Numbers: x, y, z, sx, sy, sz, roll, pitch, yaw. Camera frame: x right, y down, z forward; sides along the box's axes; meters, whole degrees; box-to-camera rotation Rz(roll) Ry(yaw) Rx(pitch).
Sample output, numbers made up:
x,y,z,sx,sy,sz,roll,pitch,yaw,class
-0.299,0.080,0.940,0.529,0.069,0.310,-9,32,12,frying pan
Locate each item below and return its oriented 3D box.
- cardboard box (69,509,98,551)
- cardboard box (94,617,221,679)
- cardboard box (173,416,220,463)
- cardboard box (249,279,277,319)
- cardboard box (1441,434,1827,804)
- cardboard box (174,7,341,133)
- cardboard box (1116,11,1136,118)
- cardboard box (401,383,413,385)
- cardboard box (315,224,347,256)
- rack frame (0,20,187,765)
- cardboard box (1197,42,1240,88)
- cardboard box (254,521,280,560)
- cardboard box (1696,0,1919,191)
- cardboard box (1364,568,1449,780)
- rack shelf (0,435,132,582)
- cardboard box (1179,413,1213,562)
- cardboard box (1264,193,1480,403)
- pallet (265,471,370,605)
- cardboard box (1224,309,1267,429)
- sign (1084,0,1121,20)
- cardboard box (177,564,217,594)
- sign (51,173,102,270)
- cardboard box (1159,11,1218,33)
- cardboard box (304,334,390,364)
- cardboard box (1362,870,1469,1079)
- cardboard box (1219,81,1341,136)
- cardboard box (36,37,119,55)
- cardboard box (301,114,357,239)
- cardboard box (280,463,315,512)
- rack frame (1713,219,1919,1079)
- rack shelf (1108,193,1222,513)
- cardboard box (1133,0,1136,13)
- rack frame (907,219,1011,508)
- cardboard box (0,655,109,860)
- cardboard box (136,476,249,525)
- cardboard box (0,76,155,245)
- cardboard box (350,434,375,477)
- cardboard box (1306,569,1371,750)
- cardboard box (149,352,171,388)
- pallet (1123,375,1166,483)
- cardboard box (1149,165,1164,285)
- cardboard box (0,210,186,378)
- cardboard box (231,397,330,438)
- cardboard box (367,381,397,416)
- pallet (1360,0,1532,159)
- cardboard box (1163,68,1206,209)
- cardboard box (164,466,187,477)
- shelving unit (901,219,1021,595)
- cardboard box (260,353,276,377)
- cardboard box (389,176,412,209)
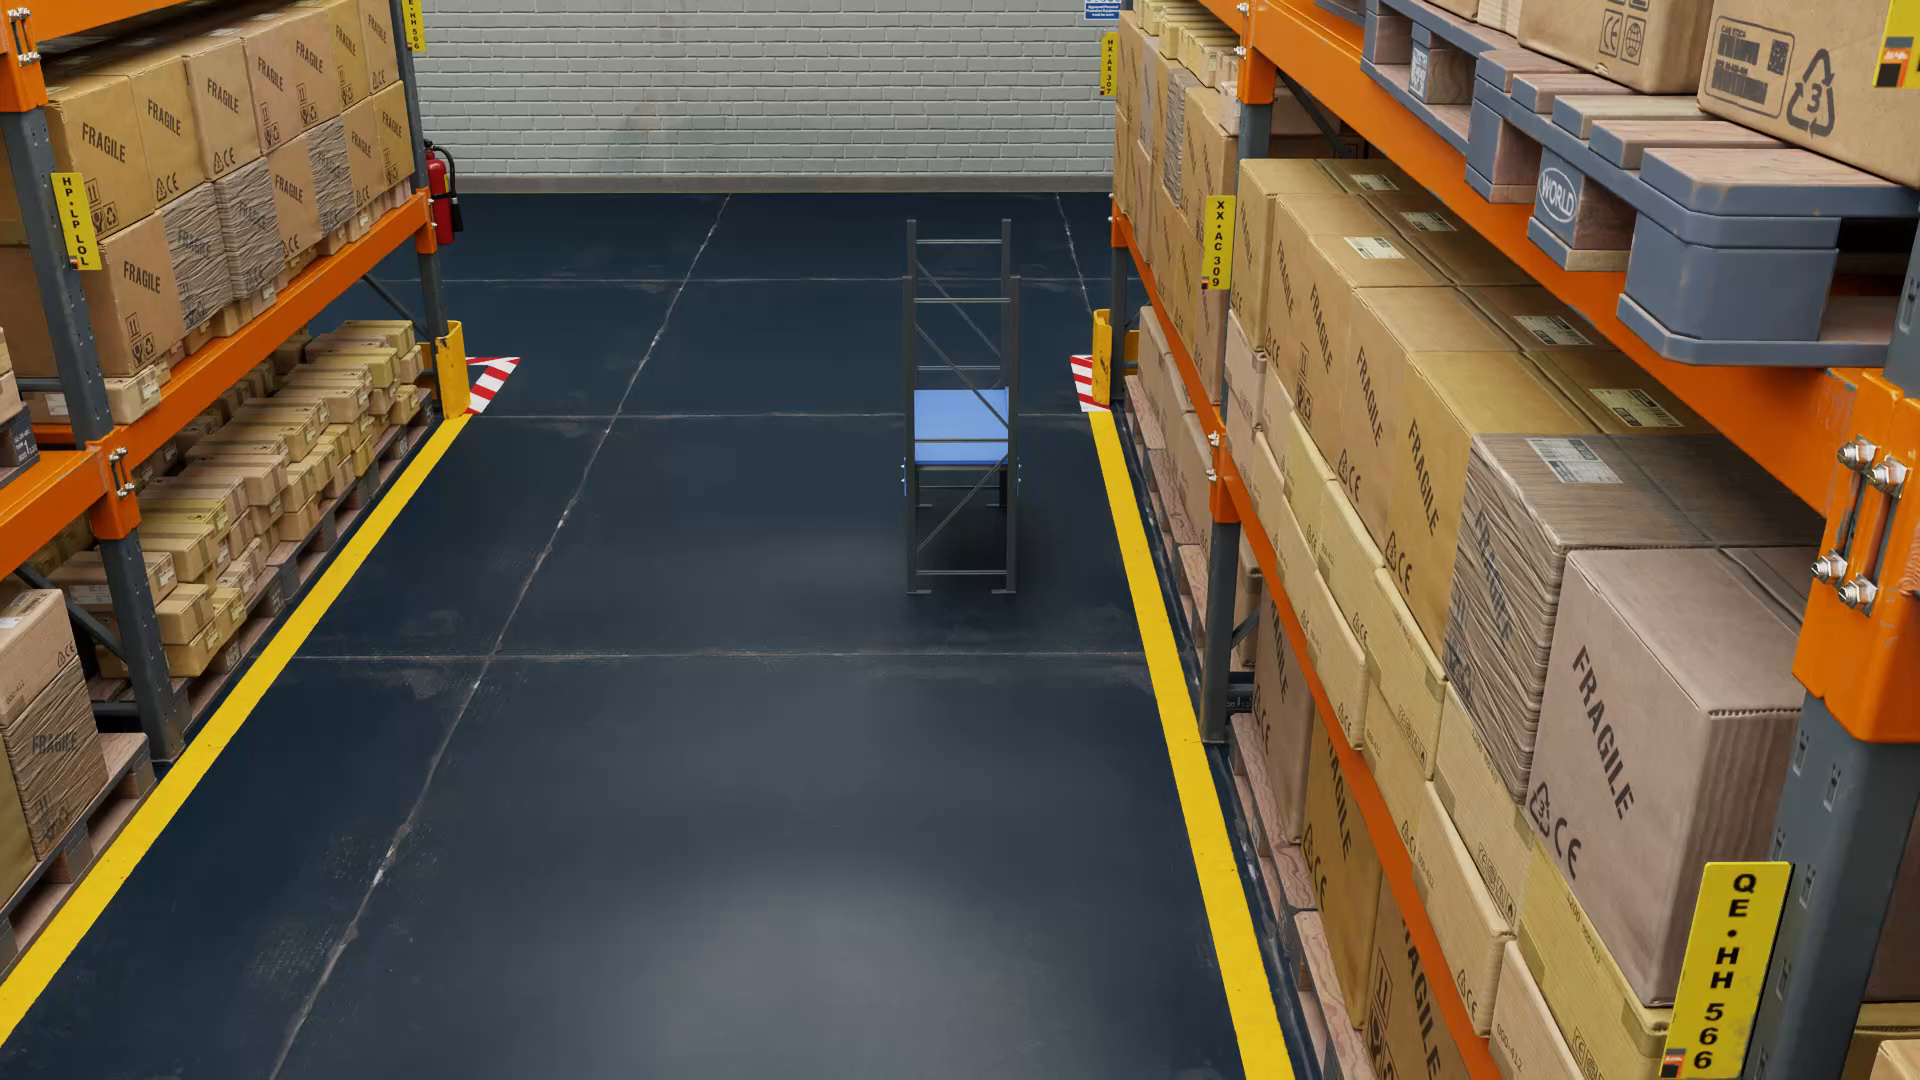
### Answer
x,y,z,sx,sy,sz,roll,pitch,yaw,class
-3.821,-0.047,6.942,0.380,0.149,0.250,0,24,-1,cardboard box
-3.188,0.426,6.619,0.380,0.149,0.250,-1,24,-3,cardboard box
-3.750,-0.479,7.898,0.380,0.149,0.250,0,24,0,cardboard box
-3.244,-1.077,7.295,0.380,0.149,0.250,1,24,2,cardboard box
1.206,0.130,2.989,0.500,0.500,0.500,0,24,0,cardboard box
-3.275,-2.205,7.790,0.500,0.500,0.500,1,24,2,cardboard box
1.120,-2.545,8.902,0.500,0.500,0.500,-1,24,-2,cardboard box
-3.334,-0.855,9.451,0.380,0.149,0.250,0,24,0,cardboard box
-3.280,-1.512,8.257,0.380,0.149,0.250,-1,24,-3,cardboard box
-3.505,-0.530,5.783,1.000,3.000,0.127,0,24,-1,rack frame
1.175,-1.936,6.768,0.380,0.149,0.250,0,24,-1,cardboard box
-3.336,-0.001,7.563,0.380,0.149,0.250,-1,24,-3,cardboard box
1.332,-0.706,1.896,0.797,0.503,0.637,-2,24,-4,cardboard box
1.193,0.274,3.580,0.500,0.250,0.500,-1,24,-2,cardboard box
-3.483,0.621,4.109,1.077,0.370,4.000,0,24,-1,rack shelf
1.534,-0.246,7.754,0.875,0.438,0.875,-1,24,-2,cardboard box
1.194,-0.703,4.830,0.500,0.500,0.500,0,24,-1,cardboard box
-3.564,-0.040,8.083,1.003,0.211,1.213,0,24,-1,pallet
1.167,-0.571,5.448,0.500,0.250,0.500,-1,24,-2,cardboard box
1.266,-4.714,14.705,0.327,0.218,0.001,0,24,-1,sign
-3.281,0.187,6.786,0.380,0.149,0.250,0,24,0,cardboard box
-2.950,-1.062,5.553,0.100,0.325,0.005,0,24,-1,sign
1.127,-2.357,7.700,0.380,0.149,0.250,0,24,0,cardboard box
-3.344,-1.021,9.096,0.380,0.149,0.250,0,24,0,cardboard box
1.557,1.178,4.074,0.875,0.875,0.875,0,24,0,cardboard box
1.122,-1.516,5.841,0.380,0.149,0.250,-1,24,-2,cardboard box
-3.783,-1.784,6.858,0.500,0.500,0.500,0,24,1,cardboard box
-3.271,-1.755,8.007,0.500,0.500,0.500,0,24,0,cardboard box
-3.239,-0.242,7.735,0.380,0.149,0.250,0,24,-1,cardboard box
1.487,1.054,2.280,1.000,3.000,0.127,0,24,-1,rack frame
1.422,-1.091,7.895,1.077,0.370,4.000,0,24,-1,rack shelf
1.127,-2.892,8.882,0.380,0.149,0.250,0,24,1,cardboard box
-0.005,-0.858,8.326,0.500,1.500,0.032,0,24,-1,rack frame
-3.245,0.721,5.540,0.500,0.500,0.500,-1,24,-2,cardboard box
-3.323,-0.162,7.196,0.380,0.149,0.250,-1,24,-2,cardboard box
-3.266,-1.354,5.908,0.500,0.500,0.500,0,24,1,cardboard box
-3.232,-0.434,8.519,0.380,0.149,0.250,-1,24,-3,cardboard box
1.178,0.287,4.157,0.500,0.250,0.500,-1,24,-1,cardboard box
-3.258,-0.640,6.331,0.380,0.149,0.250,0,24,1,cardboard box
1.487,-0.643,9.415,1.003,0.211,1.213,0,24,-1,pallet
1.161,-1.465,7.727,0.500,0.500,0.500,1,24,1,cardboard box
-3.258,-0.917,6.155,0.500,0.500,0.500,-1,24,-2,cardboard box
-3.324,-0.589,8.140,0.380,0.149,0.250,-1,24,-2,cardboard box
-3.250,-0.776,8.915,0.380,0.149,0.250,-1,24,-3,cardboard box
1.412,-0.953,3.305,1.003,0.211,1.213,1,24,2,pallet
1.150,-1.707,7.051,0.500,0.500,0.500,0,24,0,cardboard box
-3.772,-0.228,7.702,0.380,0.149,0.250,-1,24,-3,cardboard box
0.001,-0.648,7.863,0.538,1.500,1.048,0,24,-1,shelving unit
-3.885,-0.907,8.844,0.380,0.149,0.250,0,24,-1,cardboard box
-3.262,-1.931,9.185,0.380,0.149,0.250,0,24,0,cardboard box
